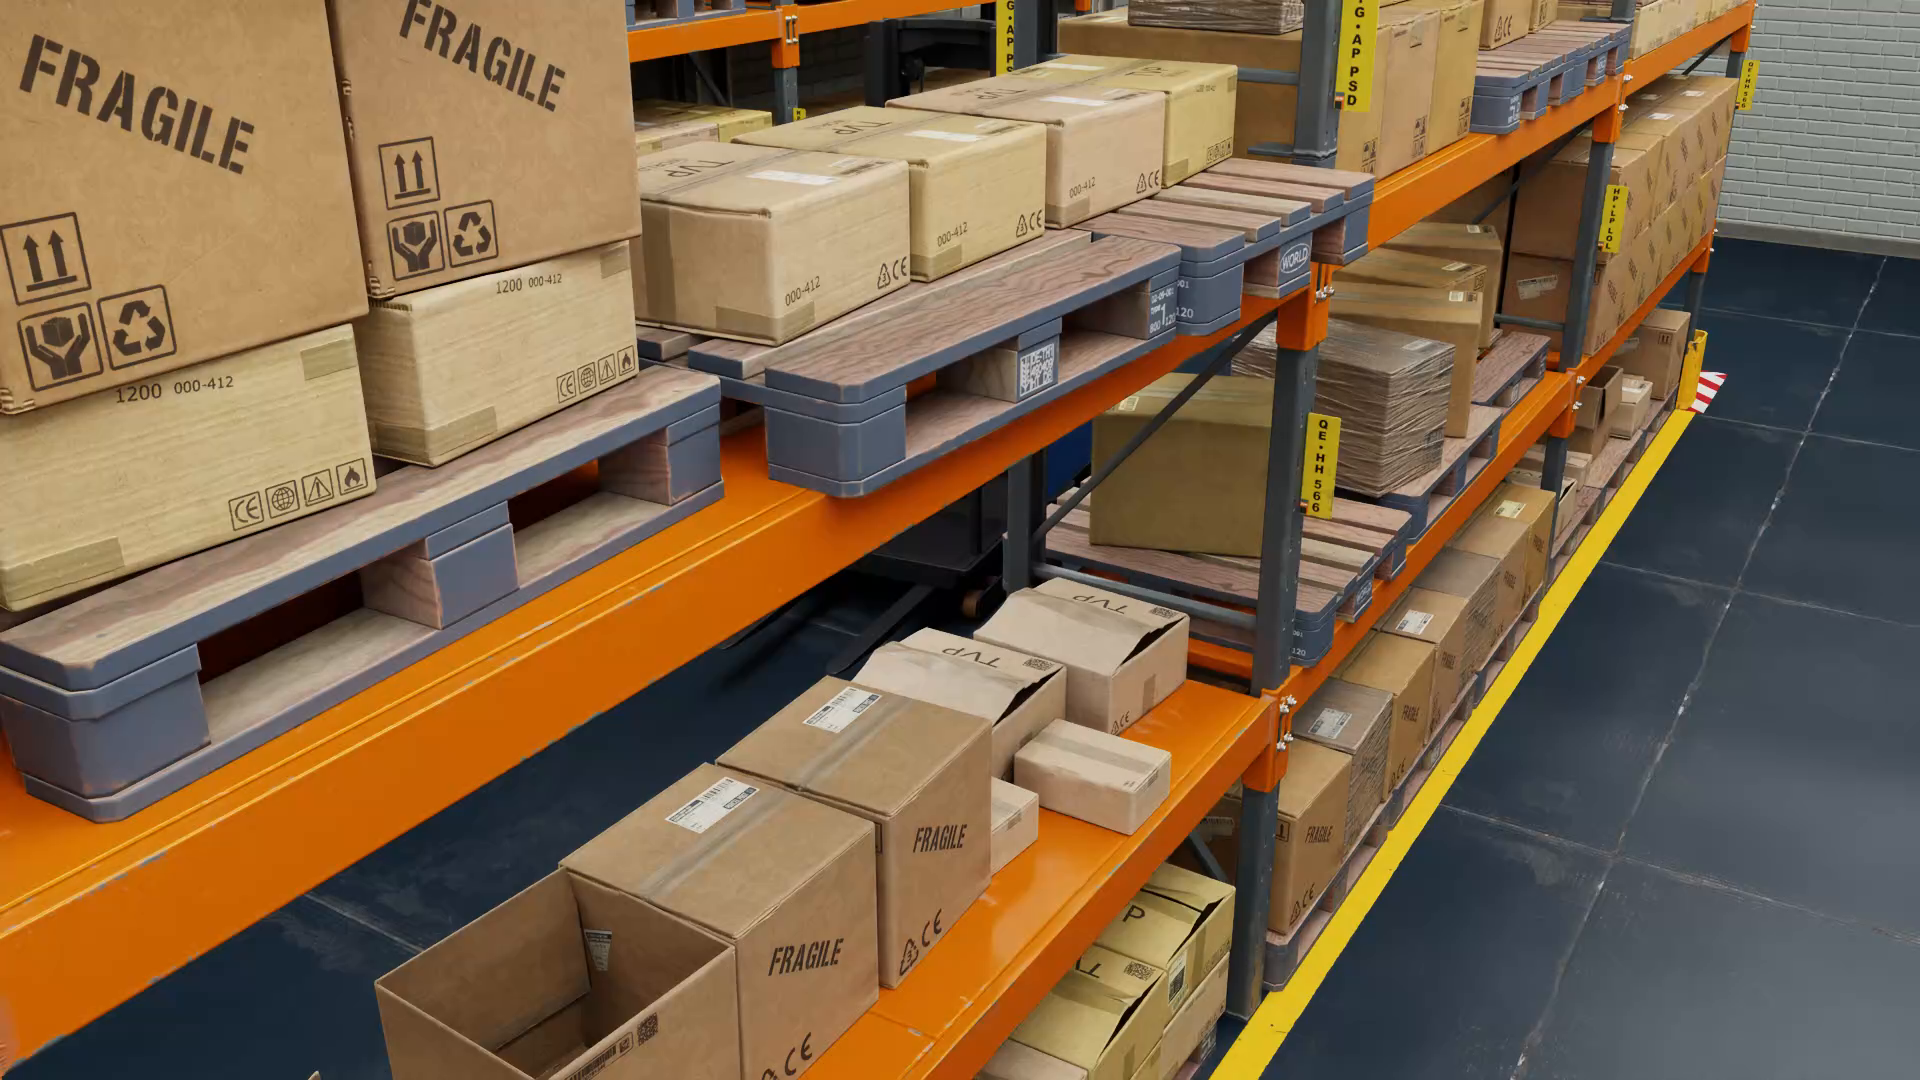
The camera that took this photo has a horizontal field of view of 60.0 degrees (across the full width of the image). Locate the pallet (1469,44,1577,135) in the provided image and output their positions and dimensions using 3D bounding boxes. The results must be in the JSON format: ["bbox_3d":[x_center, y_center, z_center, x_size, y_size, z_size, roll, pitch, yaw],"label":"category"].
[{"bbox_3d":[1.778,-1.890,6.802,1.213,0.211,1.003,14,27,29],"label":"pallet"}]

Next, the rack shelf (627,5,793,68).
[{"bbox_3d":[-2.540,-2.564,9.028,1.077,0.370,4.000,14,27,29],"label":"rack shelf"}]

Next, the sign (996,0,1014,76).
[{"bbox_3d":[0.156,-1.534,5.092,0.100,0.325,0.005,14,27,29],"label":"sign"}]

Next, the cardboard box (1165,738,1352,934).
[{"bbox_3d":[1.099,1.045,6.152,0.500,0.500,0.500,15,28,31],"label":"cardboard box"}]

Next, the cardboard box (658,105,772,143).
[{"bbox_3d":[-1.514,-2.517,10.320,0.500,0.250,0.500,15,27,30],"label":"cardboard box"}]

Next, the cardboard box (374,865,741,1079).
[{"bbox_3d":[-0.797,1.064,3.390,0.500,0.500,0.500,16,28,33],"label":"cardboard box"}]

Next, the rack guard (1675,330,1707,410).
[{"bbox_3d":[4.796,-1.333,12.201,1.175,0.500,0.348,14,27,29],"label":"rack guard"}]

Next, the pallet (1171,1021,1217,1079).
[{"bbox_3d":[0.148,1.743,5.457,1.003,0.211,1.213,14,27,29],"label":"pallet"}]

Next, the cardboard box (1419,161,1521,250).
[{"bbox_3d":[2.773,-1.886,8.946,0.500,0.500,0.500,14,27,29],"label":"cardboard box"}]

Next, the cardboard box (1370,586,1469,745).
[{"bbox_3d":[1.910,0.522,7.361,0.500,0.500,0.500,13,27,27],"label":"cardboard box"}]

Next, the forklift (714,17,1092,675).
[{"bbox_3d":[-0.258,-1.118,8.644,1.130,2.935,3.031,10,25,22],"label":"forklift"}]

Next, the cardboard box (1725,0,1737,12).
[{"bbox_3d":[4.516,-3.419,10.285,0.500,0.250,0.500,14,27,29],"label":"cardboard box"}]

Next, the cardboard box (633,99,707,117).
[{"bbox_3d":[-1.949,-2.628,10.576,0.500,0.250,0.500,15,27,31],"label":"cardboard box"}]

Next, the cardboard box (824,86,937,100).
[{"bbox_3d":[-0.419,-3.003,12.534,0.980,0.700,0.700,12,26,26],"label":"cardboard box"}]

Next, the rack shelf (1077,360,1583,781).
[{"bbox_3d":[1.671,-0.151,7.229,1.077,0.370,4.000,14,27,29],"label":"rack shelf"}]

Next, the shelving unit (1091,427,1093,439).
[{"bbox_3d":[0.535,-1.052,10.764,0.538,1.125,1.048,10,25,22],"label":"shelving unit"}]

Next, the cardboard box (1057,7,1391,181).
[{"bbox_3d":[0.817,-1.383,5.267,0.910,0.500,0.500,14,27,29],"label":"cardboard box"}]

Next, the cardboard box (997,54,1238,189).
[{"bbox_3d":[0.424,-1.142,4.496,0.500,0.250,0.500,12,26,25],"label":"cardboard box"}]

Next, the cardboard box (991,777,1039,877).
[{"bbox_3d":[-0.009,0.751,4.555,0.380,0.149,0.250,16,28,33],"label":"cardboard box"}]

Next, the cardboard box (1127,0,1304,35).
[{"bbox_3d":[0.851,-1.833,5.049,0.500,0.500,0.500,14,27,29],"label":"cardboard box"}]

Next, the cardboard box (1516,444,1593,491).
[{"bbox_3d":[3.579,-0.448,10.022,0.380,0.166,0.250,14,27,29],"label":"cardboard box"}]

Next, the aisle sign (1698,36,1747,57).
[{"bbox_3d":[5.132,-3.658,11.152,0.394,0.787,0.004,14,27,29],"label":"aisle sign"}]

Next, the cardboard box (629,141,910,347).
[{"bbox_3d":[-0.434,-0.589,3.219,0.500,0.250,0.500,11,26,25],"label":"cardboard box"}]

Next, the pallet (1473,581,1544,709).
[{"bbox_3d":[2.329,0.406,8.546,1.003,0.211,1.213,14,27,29],"label":"pallet"}]

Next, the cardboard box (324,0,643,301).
[{"bbox_3d":[-0.855,-0.698,2.526,0.500,0.500,0.500,17,29,34],"label":"cardboard box"}]

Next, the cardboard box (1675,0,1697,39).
[{"bbox_3d":[3.725,-2.912,9.115,0.500,0.250,0.500,14,27,29],"label":"cardboard box"}]

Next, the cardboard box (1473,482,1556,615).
[{"bbox_3d":[2.709,0.016,8.531,0.500,0.500,0.500,14,27,29],"label":"cardboard box"}]

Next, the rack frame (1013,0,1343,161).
[{"bbox_3d":[0.616,-2.559,4.335,1.000,3.000,0.127,14,27,29],"label":"rack frame"}]

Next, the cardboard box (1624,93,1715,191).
[{"bbox_3d":[4.299,-2.456,10.264,0.500,0.500,0.500,15,27,30],"label":"cardboard box"}]

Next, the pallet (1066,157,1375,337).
[{"bbox_3d":[0.334,-0.848,4.396,1.213,0.211,1.003,15,28,31],"label":"pallet"}]

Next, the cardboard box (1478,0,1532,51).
[{"bbox_3d":[2.064,-2.432,7.037,0.600,0.600,0.600,14,27,28],"label":"cardboard box"}]

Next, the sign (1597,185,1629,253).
[{"bbox_3d":[3.199,-1.572,8.149,0.100,0.325,0.005,14,27,29],"label":"sign"}]

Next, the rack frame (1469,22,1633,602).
[{"bbox_3d":[2.726,-1.156,8.645,1.000,3.000,0.127,14,27,29],"label":"rack frame"}]

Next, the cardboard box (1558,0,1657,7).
[{"bbox_3d":[3.193,-2.805,8.238,0.500,0.250,0.500,14,27,29],"label":"cardboard box"}]

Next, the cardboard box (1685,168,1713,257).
[{"bbox_3d":[4.560,-2.168,10.857,0.500,0.500,0.500,14,27,29],"label":"cardboard box"}]

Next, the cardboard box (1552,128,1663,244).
[{"bbox_3d":[3.485,-1.935,9.060,0.500,0.500,0.500,13,27,27],"label":"cardboard box"}]

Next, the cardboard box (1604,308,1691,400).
[{"bbox_3d":[4.758,-1.326,11.630,0.500,0.500,0.500,14,27,29],"label":"cardboard box"}]

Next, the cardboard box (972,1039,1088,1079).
[{"bbox_3d":[0.012,1.581,4.550,0.500,0.311,0.500,14,27,29],"label":"cardboard box"}]

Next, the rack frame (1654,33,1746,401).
[{"bbox_3d":[4.836,-2.506,11.764,1.000,3.000,0.127,14,27,29],"label":"rack frame"}]

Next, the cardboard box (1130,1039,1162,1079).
[{"bbox_3d":[0.277,1.666,5.057,0.500,0.250,0.500,14,27,28],"label":"cardboard box"}]

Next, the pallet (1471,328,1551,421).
[{"bbox_3d":[2.212,-0.821,8.113,1.003,0.211,1.213,14,27,29],"label":"pallet"}]

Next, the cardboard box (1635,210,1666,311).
[{"bbox_3d":[3.759,-1.659,9.680,0.500,0.500,0.500,14,27,29],"label":"cardboard box"}]

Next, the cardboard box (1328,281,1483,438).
[{"bbox_3d":[1.846,-0.786,7.134,0.700,0.500,0.500,7,24,16],"label":"cardboard box"}]

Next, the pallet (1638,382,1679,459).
[{"bbox_3d":[4.376,-0.931,11.636,1.003,0.211,1.213,14,27,29],"label":"pallet"}]
